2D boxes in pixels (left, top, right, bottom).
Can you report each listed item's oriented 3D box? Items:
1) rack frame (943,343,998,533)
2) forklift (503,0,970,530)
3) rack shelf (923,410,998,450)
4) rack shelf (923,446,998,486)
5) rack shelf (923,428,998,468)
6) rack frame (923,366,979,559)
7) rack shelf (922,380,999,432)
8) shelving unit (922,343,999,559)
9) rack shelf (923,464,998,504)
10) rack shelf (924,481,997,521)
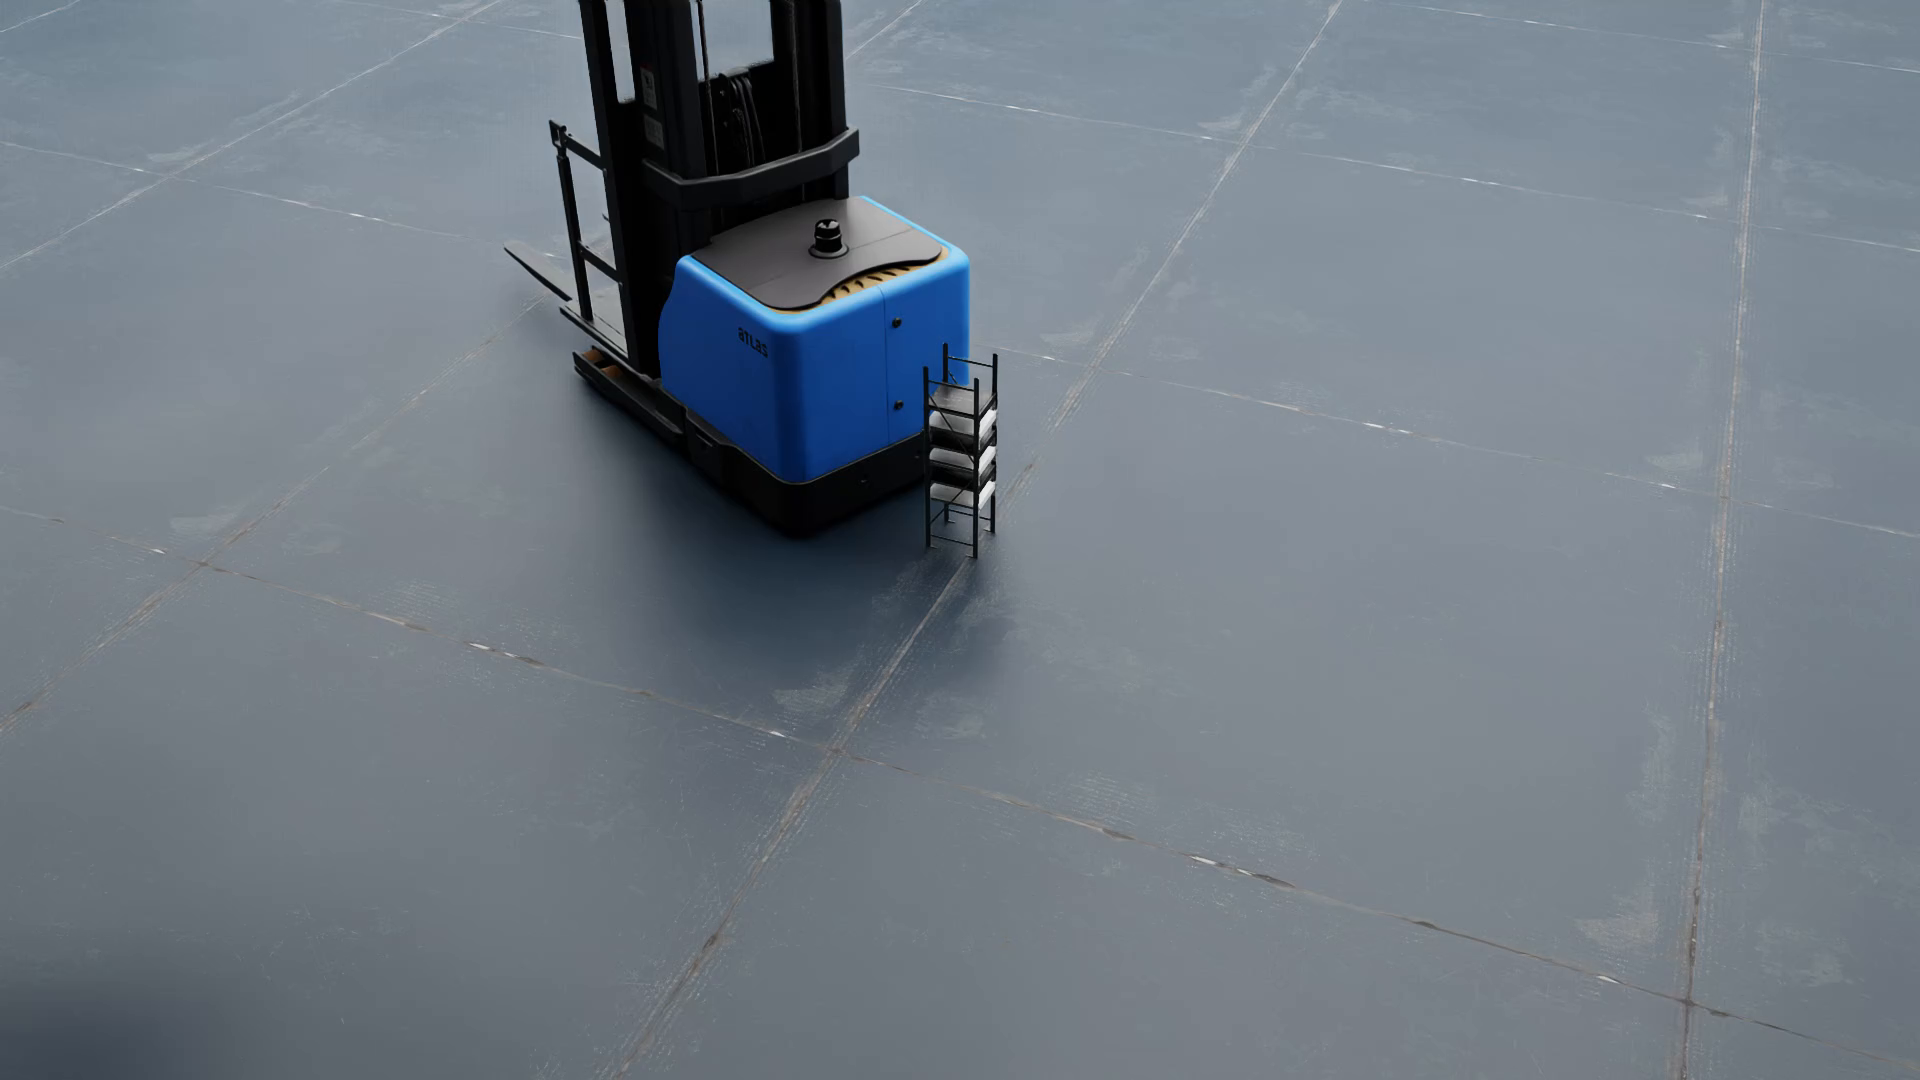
[{"bbox_3d":[0.042,-0.421,7.062,0.240,0.900,0.006,14,39,18],"label":"rack frame"},{"bbox_3d":[-1.265,-2.034,7.523,1.130,2.935,3.031,-26,44,-31],"label":"forklift"},{"bbox_3d":[0.003,-0.482,6.899,0.258,0.077,0.200,14,39,18],"label":"rack shelf"},{"bbox_3d":[0.003,-0.338,7.007,0.258,0.077,0.200,14,39,18],"label":"rack shelf"},{"bbox_3d":[0.003,-0.410,6.953,0.258,0.077,0.200,14,39,18],"label":"rack shelf"},{"bbox_3d":[-0.036,-0.309,6.911,0.240,0.900,0.006,14,39,18],"label":"rack frame"},{"bbox_3d":[0.003,-0.555,6.845,0.258,0.077,0.200,14,39,18],"label":"rack shelf"},{"bbox_3d":[0.003,-0.365,6.987,0.258,0.900,0.210,14,39,18],"label":"shelving unit"},{"bbox_3d":[0.003,-0.266,7.060,0.258,0.077,0.200,14,39,18],"label":"rack shelf"},{"bbox_3d":[0.003,-0.194,7.114,0.258,0.077,0.200,14,39,18],"label":"rack shelf"}]
